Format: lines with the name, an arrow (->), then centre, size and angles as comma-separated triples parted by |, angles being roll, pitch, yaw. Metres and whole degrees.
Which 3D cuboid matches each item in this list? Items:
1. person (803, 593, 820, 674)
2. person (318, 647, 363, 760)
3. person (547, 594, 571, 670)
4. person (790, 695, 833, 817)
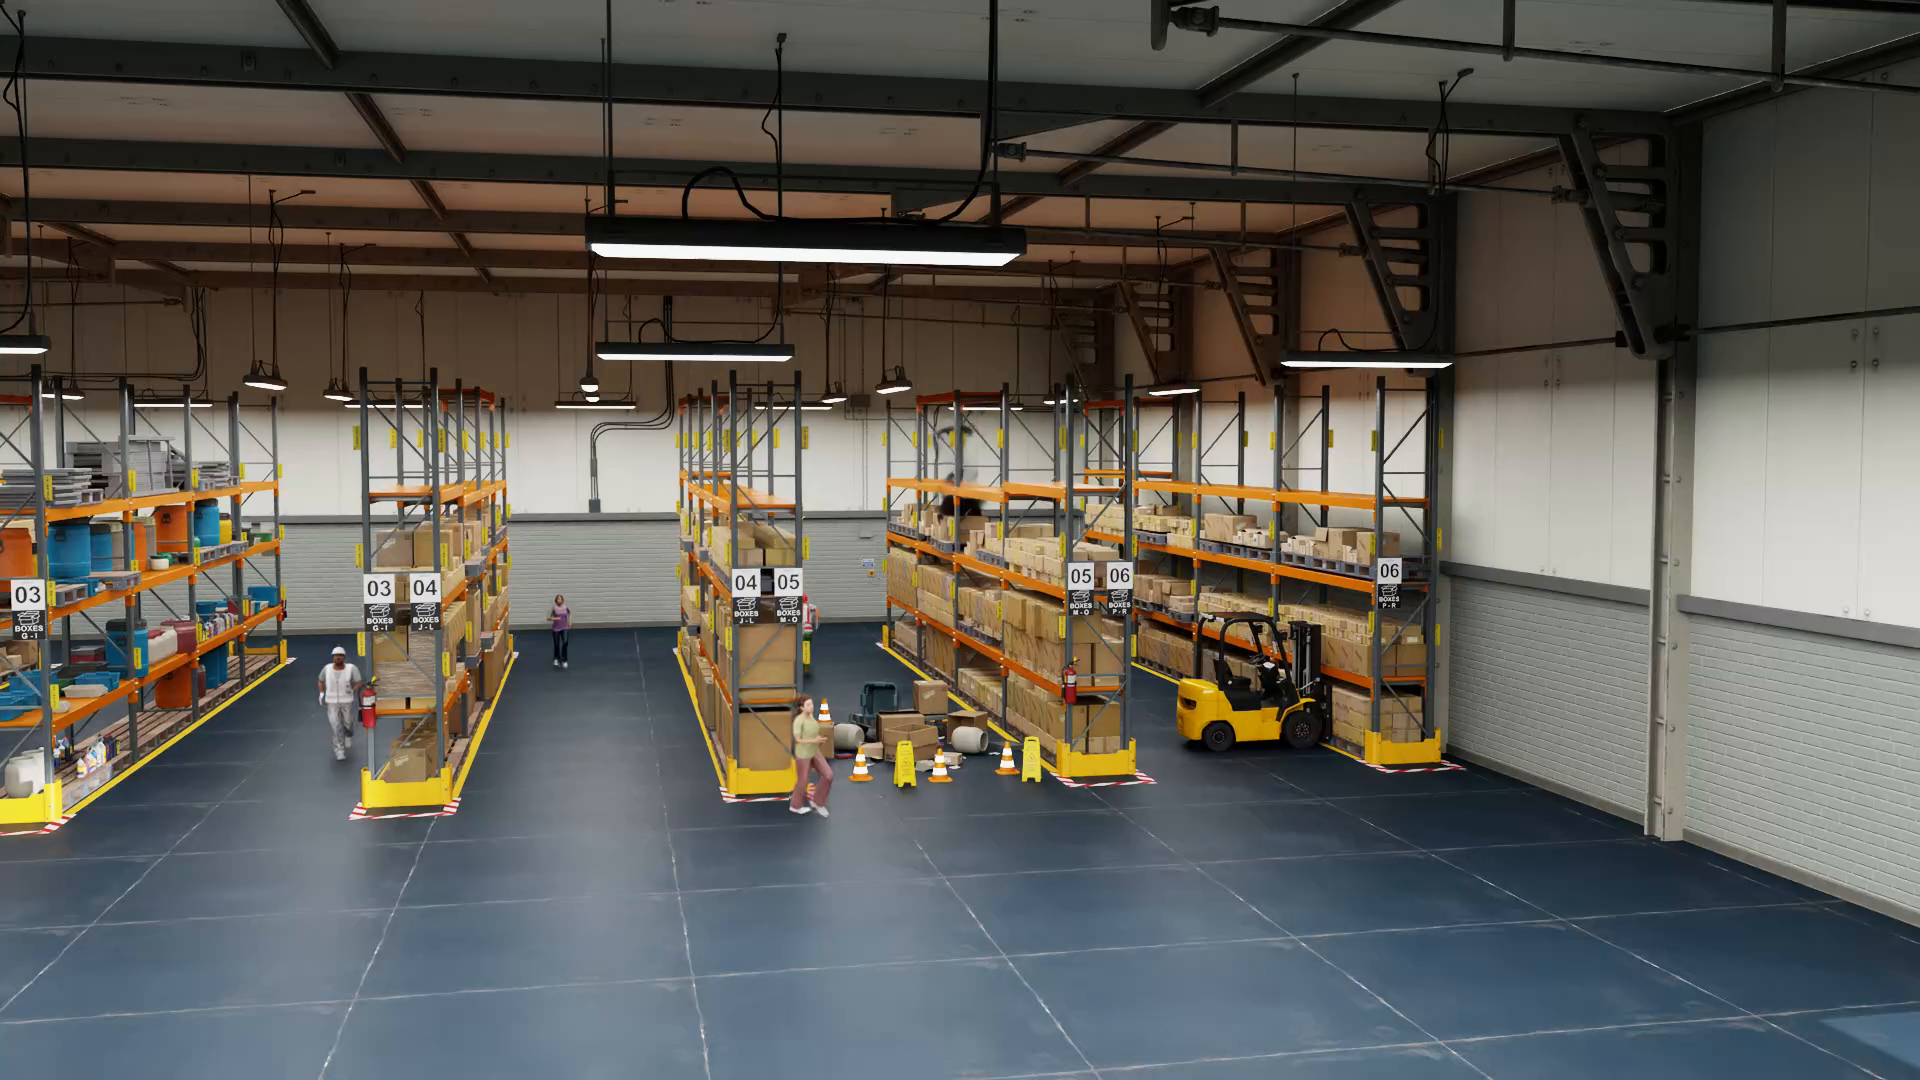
person -> -3.349, 1.994, 35.688 | 0.642, 1.710, 0.913 | -1, 3, -12
person -> -9.782, 2.559, 26.249 | 0.688, 1.755, 0.802 | -1, 4, -15
person -> -8.828, 2.014, 36.668 | 0.579, 1.643, 0.711 | -2, 4, -24
person -> -2.025, 2.871, 22.014 | 0.719, 1.665, 0.593 | 2, 4, 33
